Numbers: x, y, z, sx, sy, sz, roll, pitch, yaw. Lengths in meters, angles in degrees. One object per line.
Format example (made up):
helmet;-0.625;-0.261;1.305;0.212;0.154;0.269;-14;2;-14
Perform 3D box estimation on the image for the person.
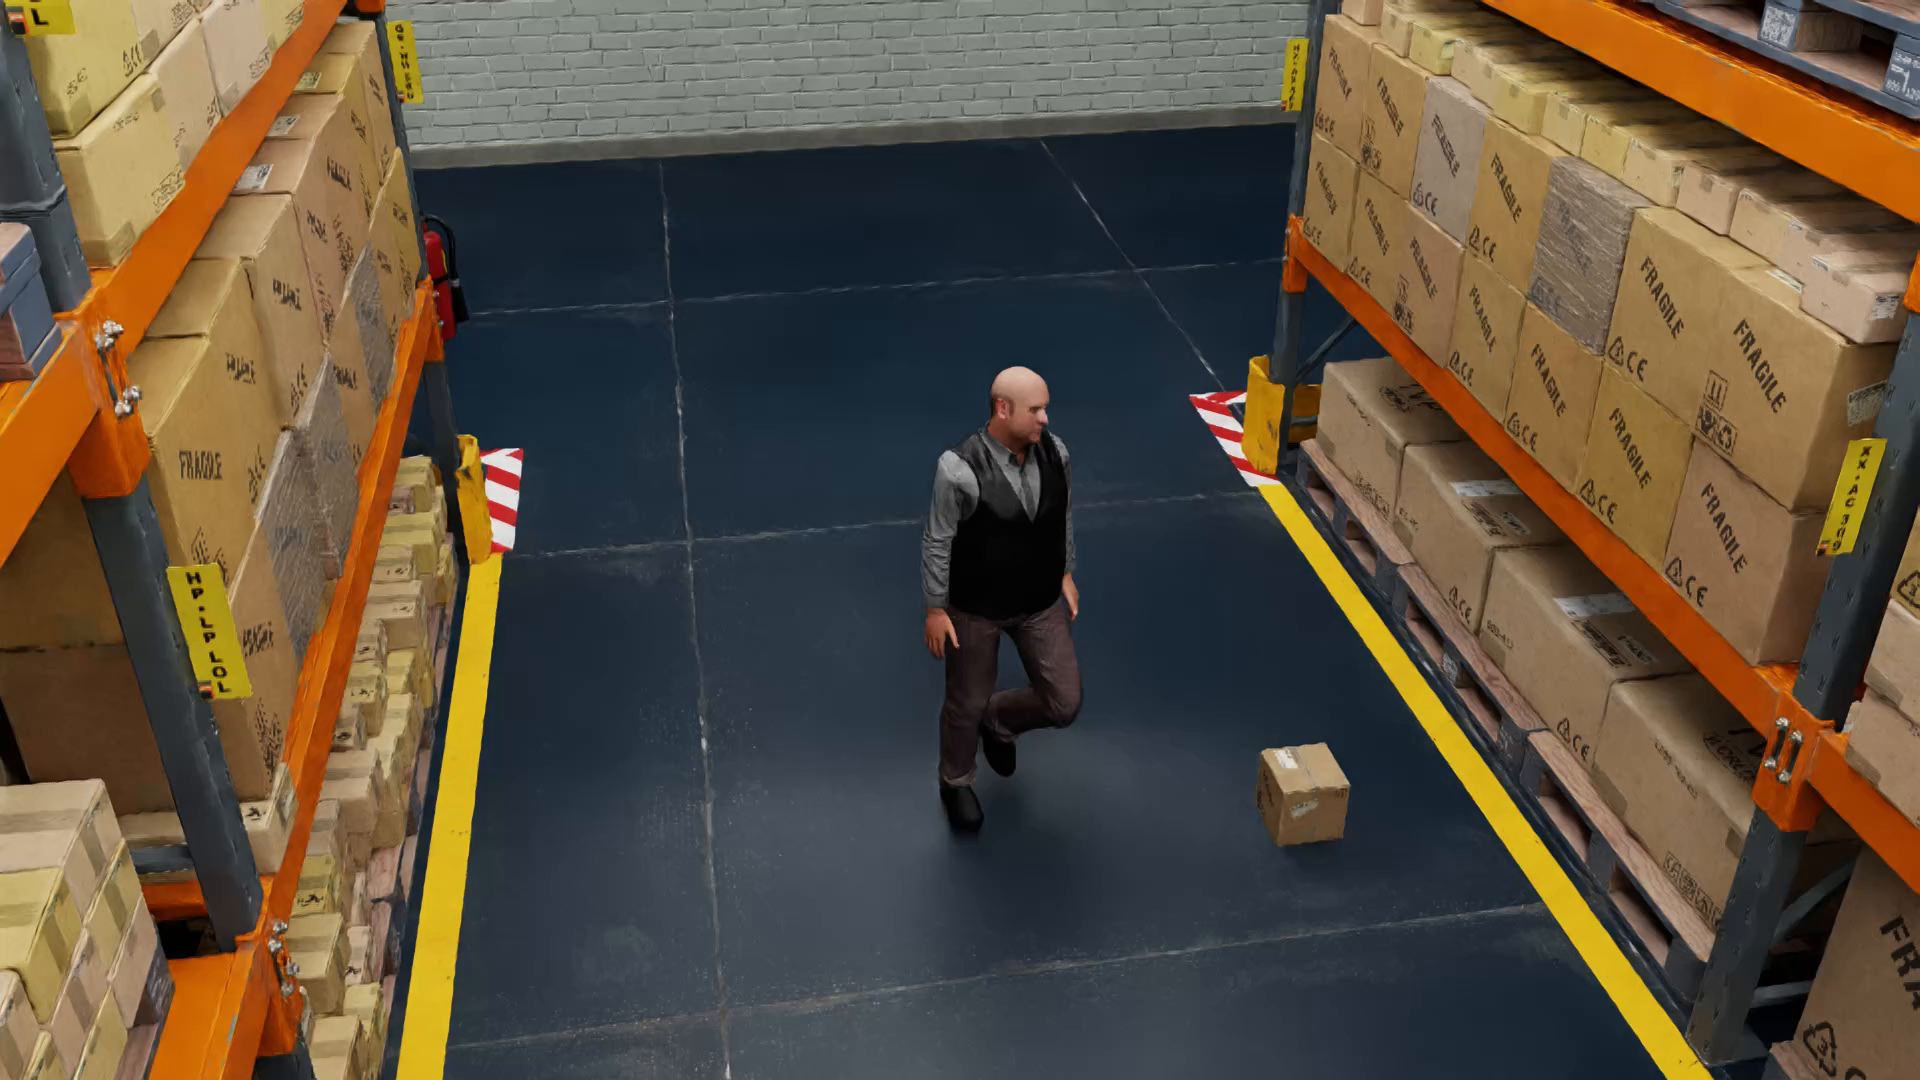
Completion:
person;0.164;0.227;5.731;0.621;1.710;0.473;-14;33;-22
